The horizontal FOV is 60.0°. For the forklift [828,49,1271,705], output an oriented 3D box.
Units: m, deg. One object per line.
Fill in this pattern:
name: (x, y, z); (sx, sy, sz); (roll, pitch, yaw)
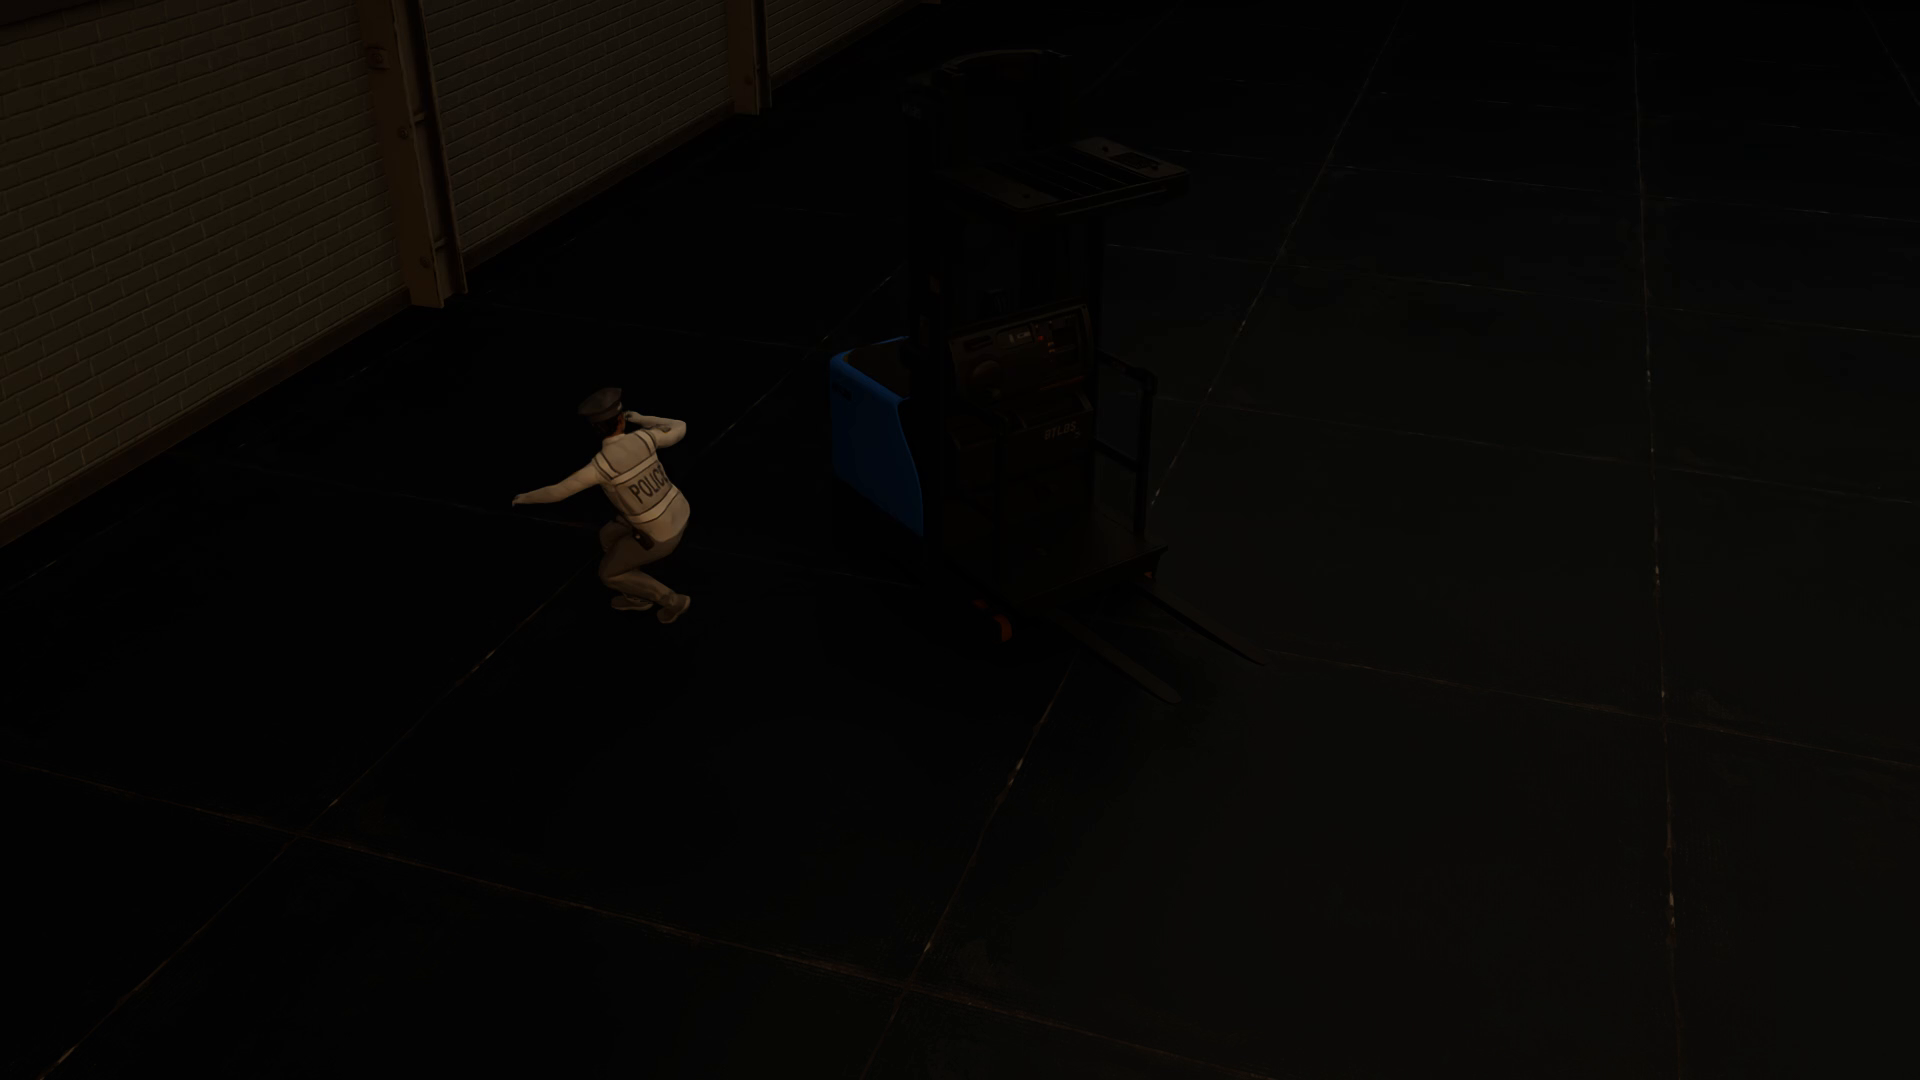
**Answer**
forklift: (0.459, -0.975, 8.847); (1.130, 2.935, 3.031); (-19, 35, -30)

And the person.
person: (-1.897, -0.187, 9.028); (0.945, 1.401, 0.708); (9, 31, 16)
